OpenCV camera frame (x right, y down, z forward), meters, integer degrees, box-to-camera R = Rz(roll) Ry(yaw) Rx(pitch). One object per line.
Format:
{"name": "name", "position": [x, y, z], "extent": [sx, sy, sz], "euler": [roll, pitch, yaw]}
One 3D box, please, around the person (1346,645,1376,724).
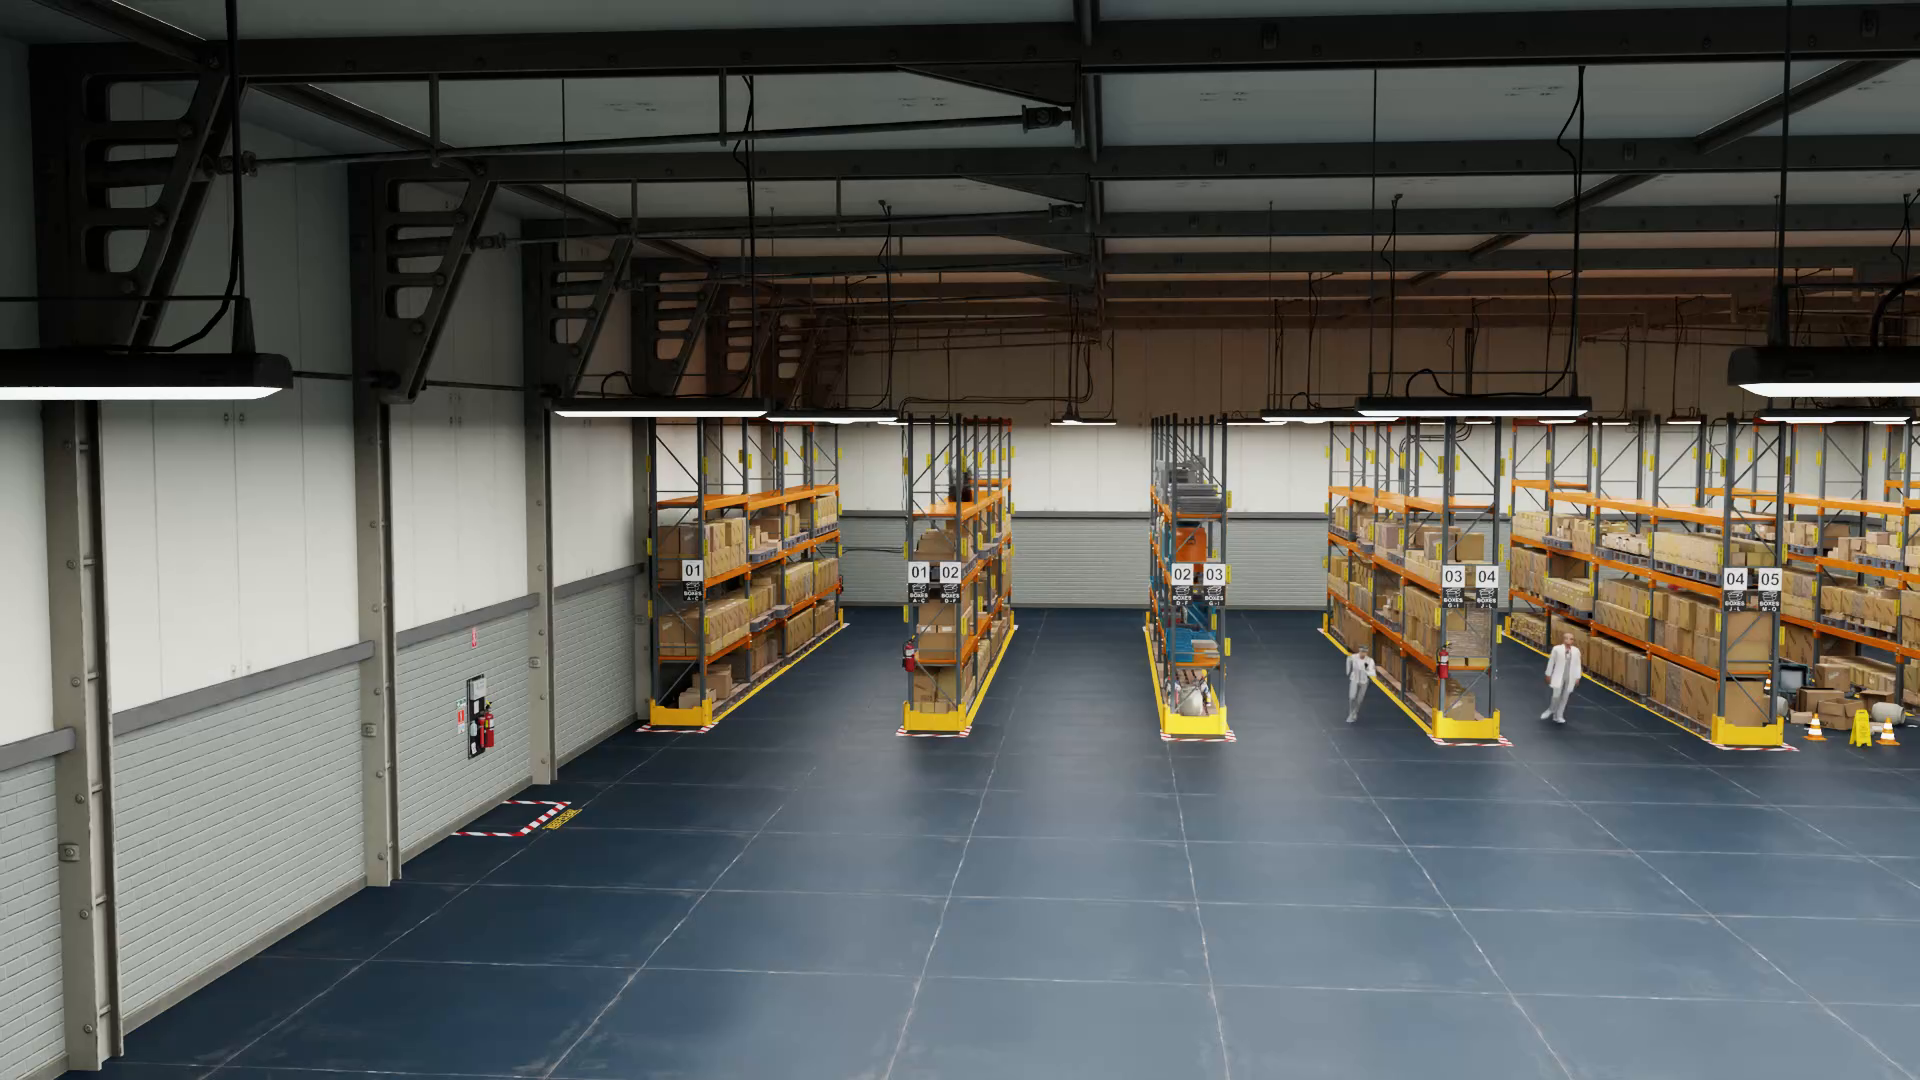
{"name": "person", "position": [7.758, 2.772, 32.177], "extent": [0.560, 1.557, 0.960], "euler": [1, 4, 13]}

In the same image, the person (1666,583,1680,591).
{"name": "person", "position": [20.188, 1.685, 47.102], "extent": [0.728, 1.575, 0.670], "euler": [1, 4, 19]}

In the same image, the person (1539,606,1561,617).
{"name": "person", "position": [16.775, 1.660, 47.184], "extent": [0.709, 1.793, 0.662], "euler": [0, 4, -4]}

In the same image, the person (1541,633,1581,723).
{"name": "person", "position": [11.639, 2.664, 32.146], "extent": [0.687, 1.759, 0.545], "euler": [0, 4, 0]}
